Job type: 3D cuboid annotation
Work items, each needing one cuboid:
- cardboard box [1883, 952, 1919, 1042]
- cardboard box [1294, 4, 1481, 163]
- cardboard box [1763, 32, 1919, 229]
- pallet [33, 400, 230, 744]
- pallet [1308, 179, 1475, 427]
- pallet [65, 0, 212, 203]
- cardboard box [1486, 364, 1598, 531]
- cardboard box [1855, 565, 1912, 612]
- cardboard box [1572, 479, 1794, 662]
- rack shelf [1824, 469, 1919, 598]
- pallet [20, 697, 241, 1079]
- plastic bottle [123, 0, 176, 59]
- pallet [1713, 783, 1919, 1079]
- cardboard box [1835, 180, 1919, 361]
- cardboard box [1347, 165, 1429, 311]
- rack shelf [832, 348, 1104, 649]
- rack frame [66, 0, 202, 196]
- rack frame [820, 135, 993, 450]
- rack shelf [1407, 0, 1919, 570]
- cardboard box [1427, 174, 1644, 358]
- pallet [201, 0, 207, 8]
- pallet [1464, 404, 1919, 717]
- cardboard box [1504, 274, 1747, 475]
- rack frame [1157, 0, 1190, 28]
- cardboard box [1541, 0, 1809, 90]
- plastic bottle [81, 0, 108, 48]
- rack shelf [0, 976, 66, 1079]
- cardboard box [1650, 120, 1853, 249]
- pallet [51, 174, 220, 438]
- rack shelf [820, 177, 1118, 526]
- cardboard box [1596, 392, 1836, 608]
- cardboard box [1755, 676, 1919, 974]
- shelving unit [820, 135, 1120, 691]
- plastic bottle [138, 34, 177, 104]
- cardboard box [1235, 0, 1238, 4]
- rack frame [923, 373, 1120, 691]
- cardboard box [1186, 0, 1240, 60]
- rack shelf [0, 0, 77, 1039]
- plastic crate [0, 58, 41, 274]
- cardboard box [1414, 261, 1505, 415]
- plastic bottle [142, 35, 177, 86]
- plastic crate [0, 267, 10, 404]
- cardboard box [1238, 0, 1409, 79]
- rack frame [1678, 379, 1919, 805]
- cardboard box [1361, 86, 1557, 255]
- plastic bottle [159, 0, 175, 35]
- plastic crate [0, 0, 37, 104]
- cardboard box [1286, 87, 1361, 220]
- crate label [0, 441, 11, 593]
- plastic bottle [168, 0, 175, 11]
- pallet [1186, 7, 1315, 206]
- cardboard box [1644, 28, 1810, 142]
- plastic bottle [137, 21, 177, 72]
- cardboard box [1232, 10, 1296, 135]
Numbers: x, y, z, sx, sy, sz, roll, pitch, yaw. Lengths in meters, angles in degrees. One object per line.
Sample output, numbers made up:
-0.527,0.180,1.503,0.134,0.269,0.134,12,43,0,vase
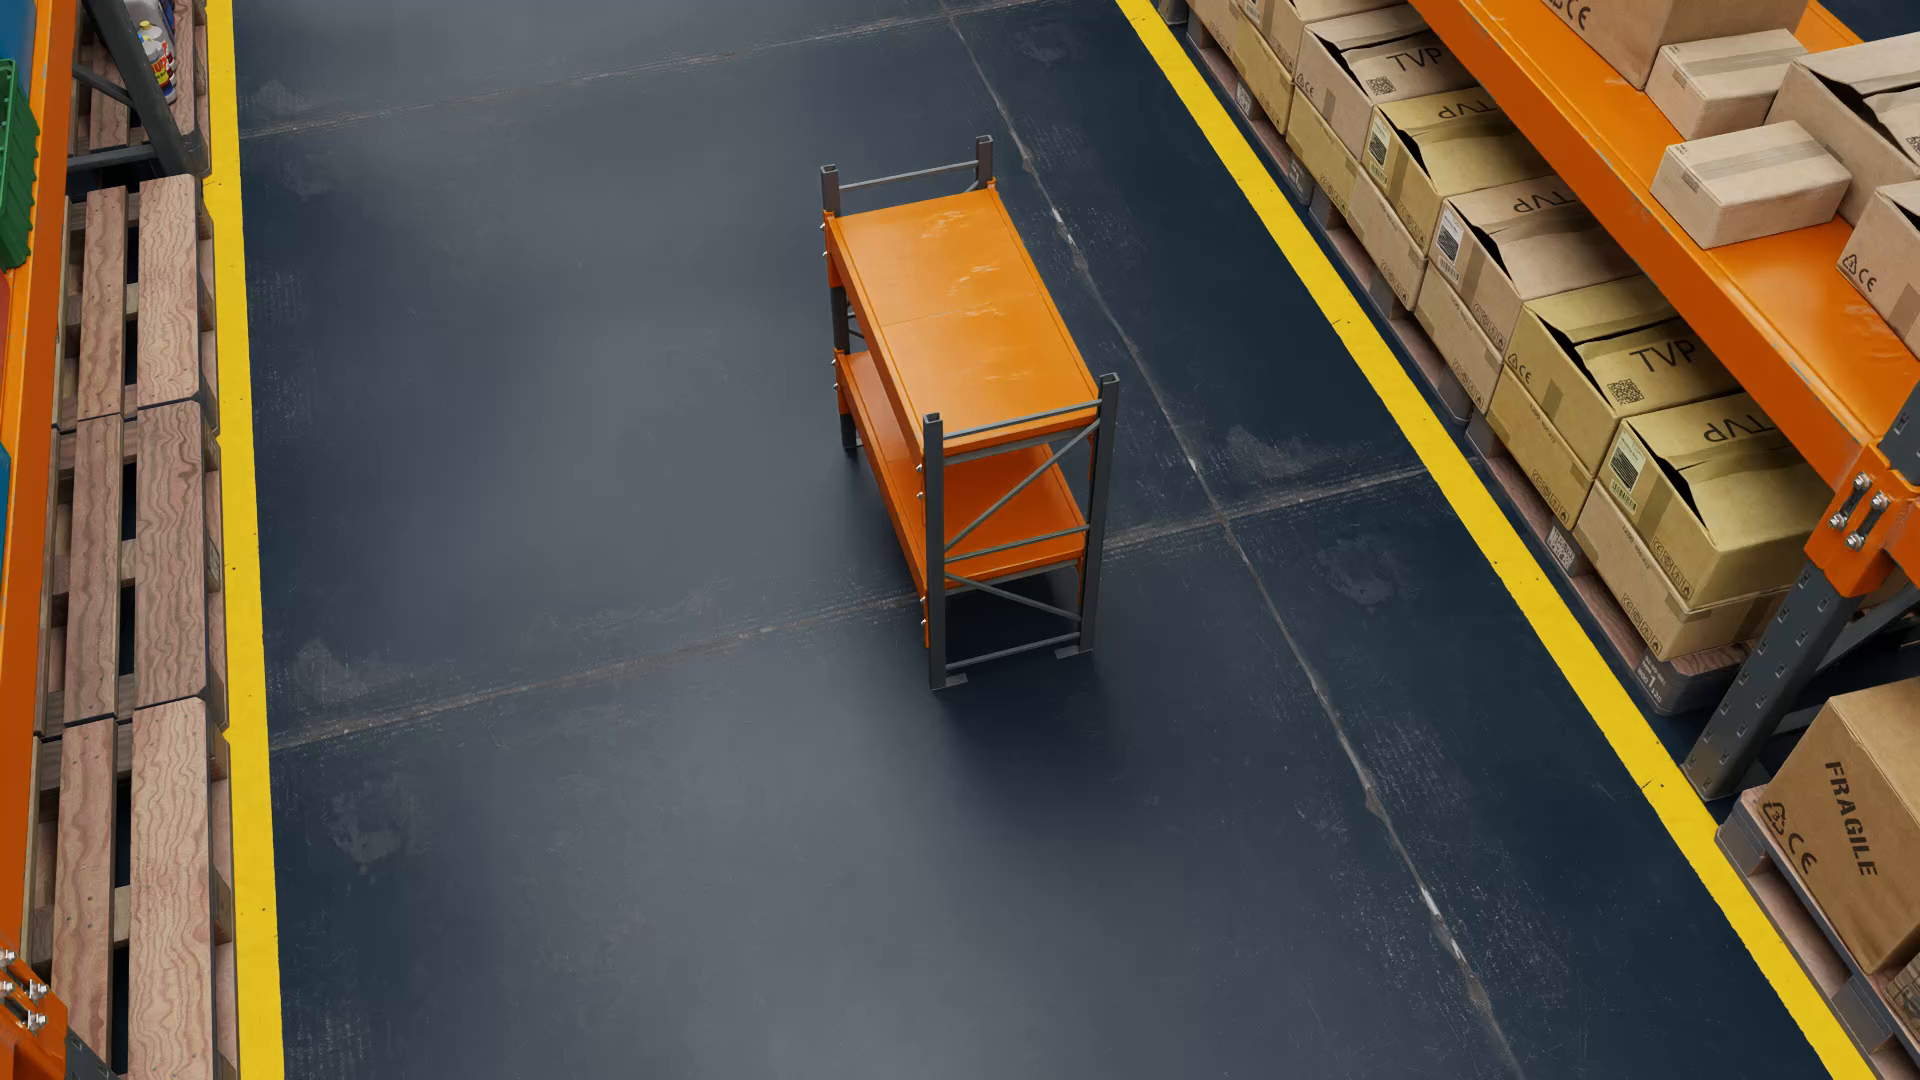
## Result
2.551,1.053,3.748,0.500,0.500,0.500,-15,51,-12,cardboard box
1.528,-1.638,5.826,0.500,0.311,0.500,-15,51,-12,cardboard box
2.450,-1.057,4.238,0.500,0.311,0.500,-14,51,-11,cardboard box
-2.753,0.163,4.975,1.003,0.211,1.213,-13,51,-11,pallet
1.966,-0.990,5.946,1.003,0.211,1.213,-13,51,-11,pallet
-3.545,-1.795,6.625,1.003,0.211,1.213,-13,51,-11,pallet
1.985,-0.343,5.101,0.500,0.250,0.500,-14,51,-11,cardboard box
2.655,-0.087,4.885,0.500,0.250,0.500,-13,51,-11,cardboard box
2.141,0.033,4.784,0.500,0.250,0.500,-12,51,-10,cardboard box
3.121,1.303,2.660,1.077,0.370,4.000,-13,51,-11,rack shelf
-2.396,1.052,4.225,1.003,0.211,1.213,-13,51,-11,pallet
-3.184,-2.019,6.484,0.152,0.276,0.135,-12,51,-10,plastic bottle
2.714,1.064,4.215,1.003,0.211,1.213,-13,51,-11,pallet
2.464,-0.636,3.882,0.500,0.311,0.500,-10,51,-9,cardboard box
1.684,-1.086,5.727,0.500,0.250,0.500,-12,51,-10,cardboard box
0.002,-0.200,5.003,0.538,0.278,1.000,-13,51,-11,rack shelf
-3.386,-2.193,5.137,1.000,3.000,0.127,-13,51,-11,rack frame
-0.148,-0.729,5.129,0.500,1.125,0.032,-13,51,-11,rack frame
1.938,-1.618,5.123,1.077,0.370,4.000,-13,51,-11,rack shelf
1.833,-0.893,5.198,0.500,0.311,0.500,-14,51,-11,cardboard box
-3.910,-2.687,7.377,1.003,0.211,1.213,-13,51,-11,pallet
2.323,-0.100,5.197,1.003,0.211,1.213,-13,51,-11,pallet
1.979,-0.524,4.887,0.500,0.311,0.500,-14,51,-12,cardboard box
1.347,-3.311,6.079,1.000,3.000,0.127,-13,51,-11,rack frame
2.018,-1.643,4.608,0.500,0.500,0.500,-16,52,-13,cardboard box
-3.366,-2.132,6.530,0.144,0.351,0.185,-13,51,-11,plastic bottle
-1.612,2.421,1.718,1.077,0.370,4.000,-13,51,-11,rack shelf
1.999,-0.903,4.213,0.380,0.149,0.250,-13,51,-11,cardboard box
-3.117,-0.730,5.727,1.003,0.211,1.213,-13,51,-11,pallet
0.002,-0.546,4.592,0.538,0.278,1.000,-13,51,-11,rack shelf
2.139,-0.146,4.568,0.500,0.311,0.500,-12,51,-10,cardboard box
2.391,0.672,4.069,0.500,0.500,0.500,-11,51,-9,cardboard box
0.002,-0.358,4.816,0.538,1.125,1.048,-13,51,-11,shelving unit
-3.062,-1.788,6.292,0.097,0.271,0.097,0,50,0,plastic bottle
1.231,-2.382,6.453,0.500,0.311,0.500,-13,51,-11,cardboard box
0.152,0.014,4.503,0.500,1.125,0.032,-13,51,-11,rack frame
1.229,-2.209,6.674,0.500,0.250,0.500,-14,51,-12,cardboard box
-2.795,-0.501,4.181,1.077,0.370,4.000,-13,51,-11,rack shelf
-2.602,-0.917,4.200,0.450,0.188,0.662,-13,51,-11,plastic crate
1.839,-0.711,5.411,0.500,0.250,0.500,-12,51,-10,cardboard box
-3.092,-1.839,6.381,0.097,0.201,0.097,0,50,0,plastic bottle
-2.389,-0.542,3.703,0.402,0.464,0.583,-13,51,-11,plastic crate
1.374,-2.015,6.144,0.500,0.311,0.500,-14,51,-11,cardboard box
2.529,-0.389,3.616,1.000,3.000,0.127,-13,51,-11,rack frame
1.687,-1.260,5.507,0.500,0.311,0.500,-12,51,-10,cardboard box
-3.229,-2.165,6.558,0.144,0.351,0.185,-12,51,-10,plastic bottle
-2.763,-1.453,4.523,0.392,0.384,0.575,-13,51,-11,plastic crate
1.535,-1.458,6.041,0.500,0.250,0.500,-15,51,-12,cardboard box
-2.239,-0.070,3.324,0.502,0.435,0.616,-13,51,-11,crate label
-3.285,-2.303,6.674,0.144,0.351,0.185,-15,52,-13,plastic bottle
1.602,-1.883,6.699,1.003,0.211,1.213,-13,51,-11,pallet
2.098,-1.227,4.487,0.380,0.149,0.250,-10,51,-8,cardboard box
-3.122,-1.914,6.444,0.097,0.201,0.097,0,50,0,plastic bottle
1.379,-1.835,6.359,0.500,0.250,0.500,-12,51,-10,cardboard box
